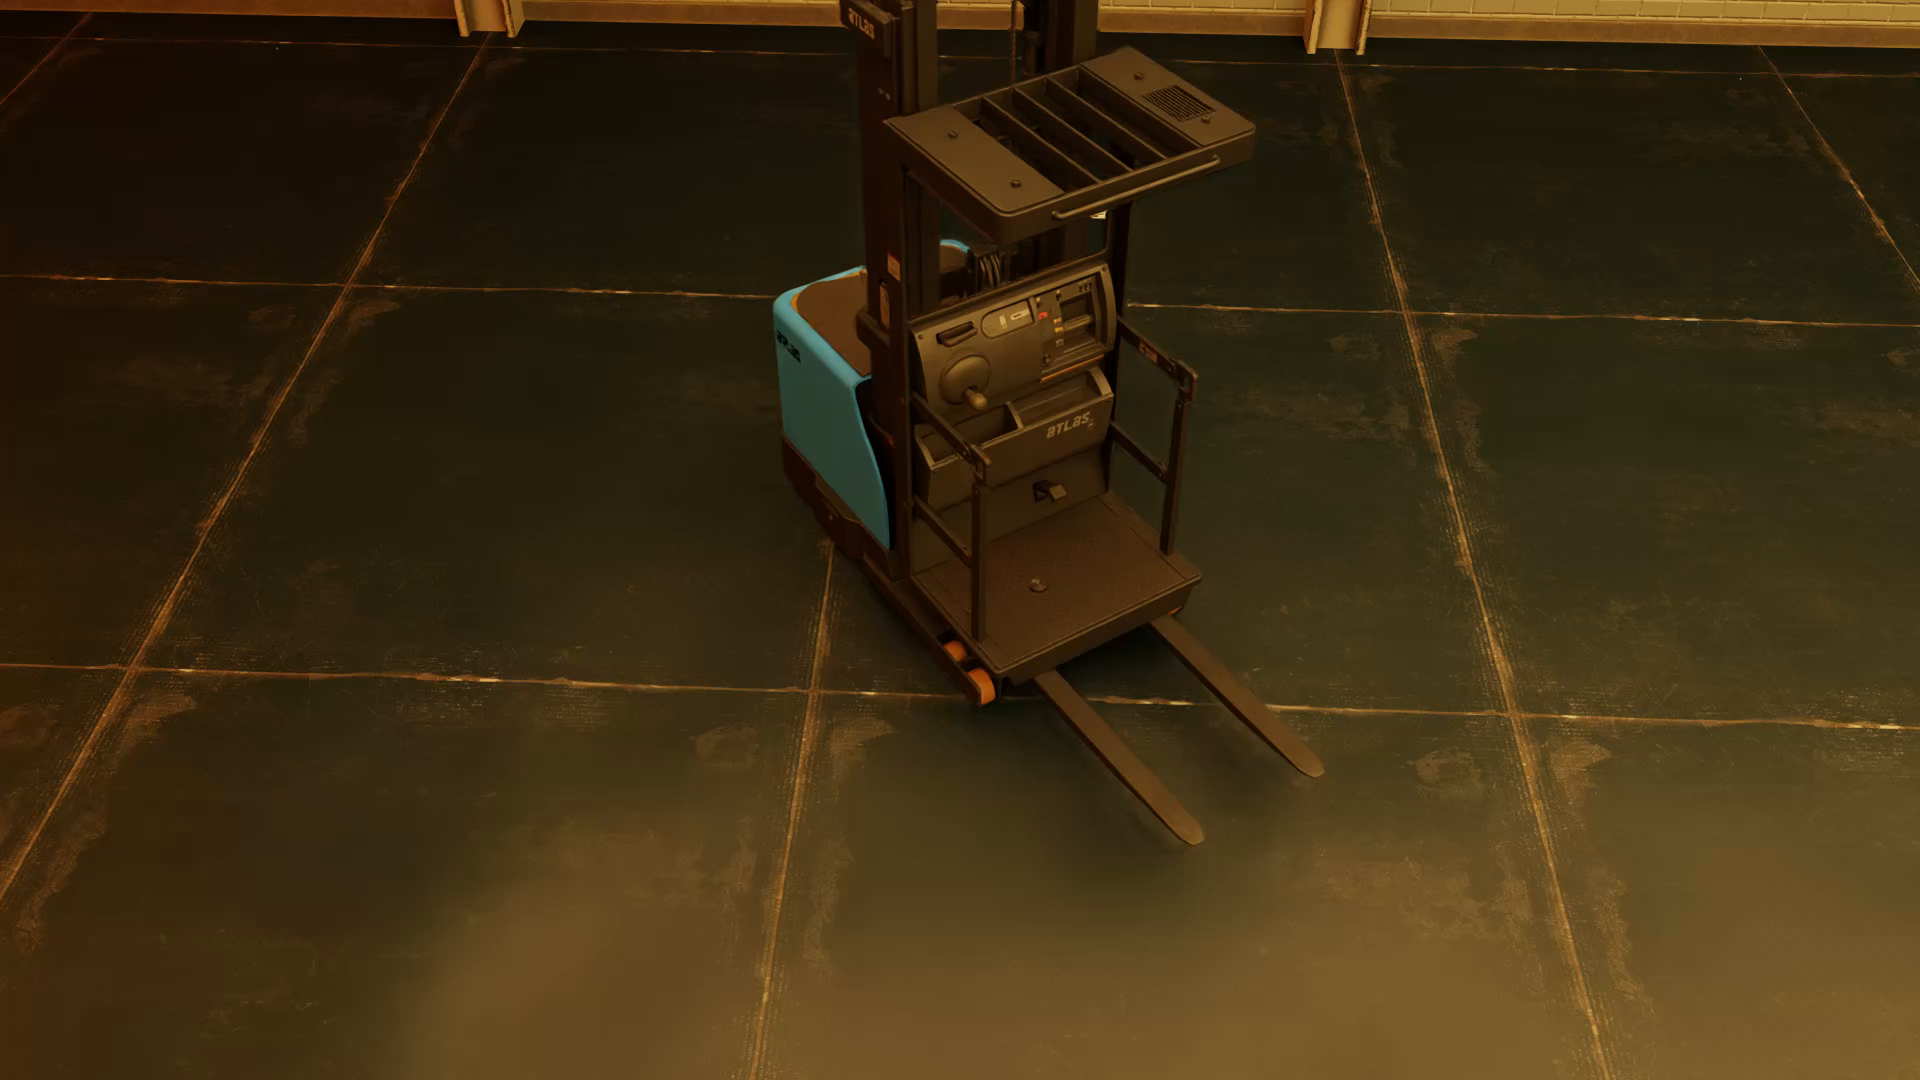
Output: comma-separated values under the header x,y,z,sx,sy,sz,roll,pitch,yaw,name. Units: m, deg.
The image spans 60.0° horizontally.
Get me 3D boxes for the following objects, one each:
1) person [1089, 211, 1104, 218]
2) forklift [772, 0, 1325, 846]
x,y,z,sx,sy,sz,roll,pitch,yaw,name
0.654,-2.734,9.659,0.550,1.675,0.543,1,42,1,person
0.348,-0.737,6.549,1.130,2.935,3.031,-23,47,-23,forklift
